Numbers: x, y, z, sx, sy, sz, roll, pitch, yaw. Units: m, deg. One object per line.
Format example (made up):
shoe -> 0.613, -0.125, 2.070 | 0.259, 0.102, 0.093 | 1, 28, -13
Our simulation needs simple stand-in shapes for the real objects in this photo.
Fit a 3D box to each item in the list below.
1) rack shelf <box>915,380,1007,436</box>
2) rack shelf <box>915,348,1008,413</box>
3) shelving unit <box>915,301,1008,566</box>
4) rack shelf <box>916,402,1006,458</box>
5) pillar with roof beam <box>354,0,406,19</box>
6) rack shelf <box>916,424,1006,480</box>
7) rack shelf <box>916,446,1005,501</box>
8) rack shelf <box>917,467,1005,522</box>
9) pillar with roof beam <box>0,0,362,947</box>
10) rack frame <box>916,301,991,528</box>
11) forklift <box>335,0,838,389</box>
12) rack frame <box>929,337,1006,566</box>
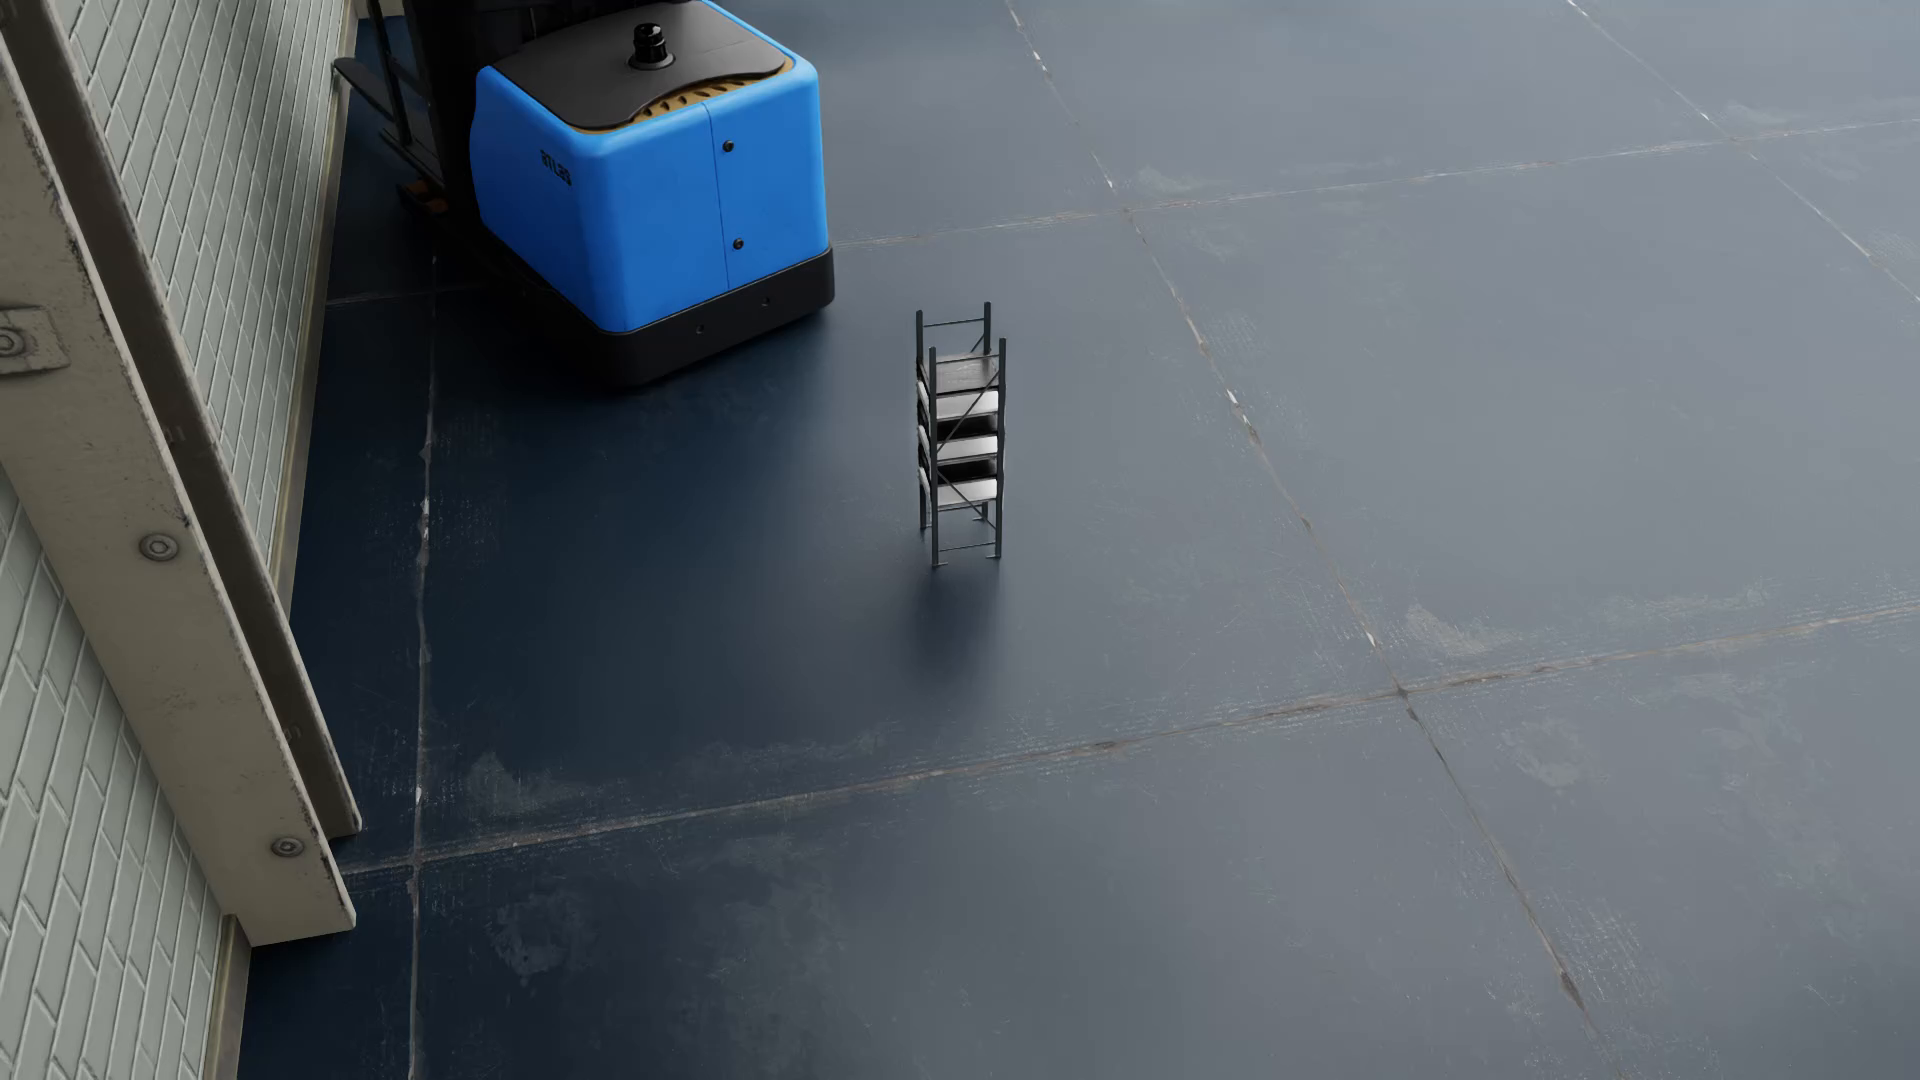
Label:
rack shelf -> 0.002, -0.441, 5.348 | 0.258, 0.077, 0.200 | -8, 42, -9
rack shelf -> 0.002, -0.508, 5.288 | 0.258, 0.077, 0.200 | -8, 42, -9
shelving unit -> 0.002, -0.331, 5.445 | 0.258, 0.900, 0.210 | -8, 42, -9
rack shelf -> 0.002, -0.374, 5.408 | 0.258, 0.077, 0.200 | -8, 42, -9
pillar with roof beam -> 1.059, -6.914, 6.760 | 9.100, 9.000, 0.400 | -8, 42, -9
rack shelf -> 0.002, -0.306, 5.467 | 0.258, 0.077, 0.200 | -8, 42, -9
rack shelf -> 0.002, -0.239, 5.527 | 0.258, 0.077, 0.200 | -8, 42, -9
rack shelf -> 0.002, -0.172, 5.587 | 0.258, 0.077, 0.200 | -8, 42, -9
pillar with roof beam -> 2.354, -3.025, 2.379 | 9.100, 9.000, 0.400 | -8, 42, -9
rack frame -> -0.020, -0.397, 5.520 | 0.240, 0.900, 0.006 | -8, 42, -9
forklift -> -1.807, -2.586, 6.455 | 1.130, 2.935, 3.031 | -28, 49, -28
rack frame -> 0.024, -0.265, 5.371 | 0.240, 0.900, 0.006 | -8, 42, -9
